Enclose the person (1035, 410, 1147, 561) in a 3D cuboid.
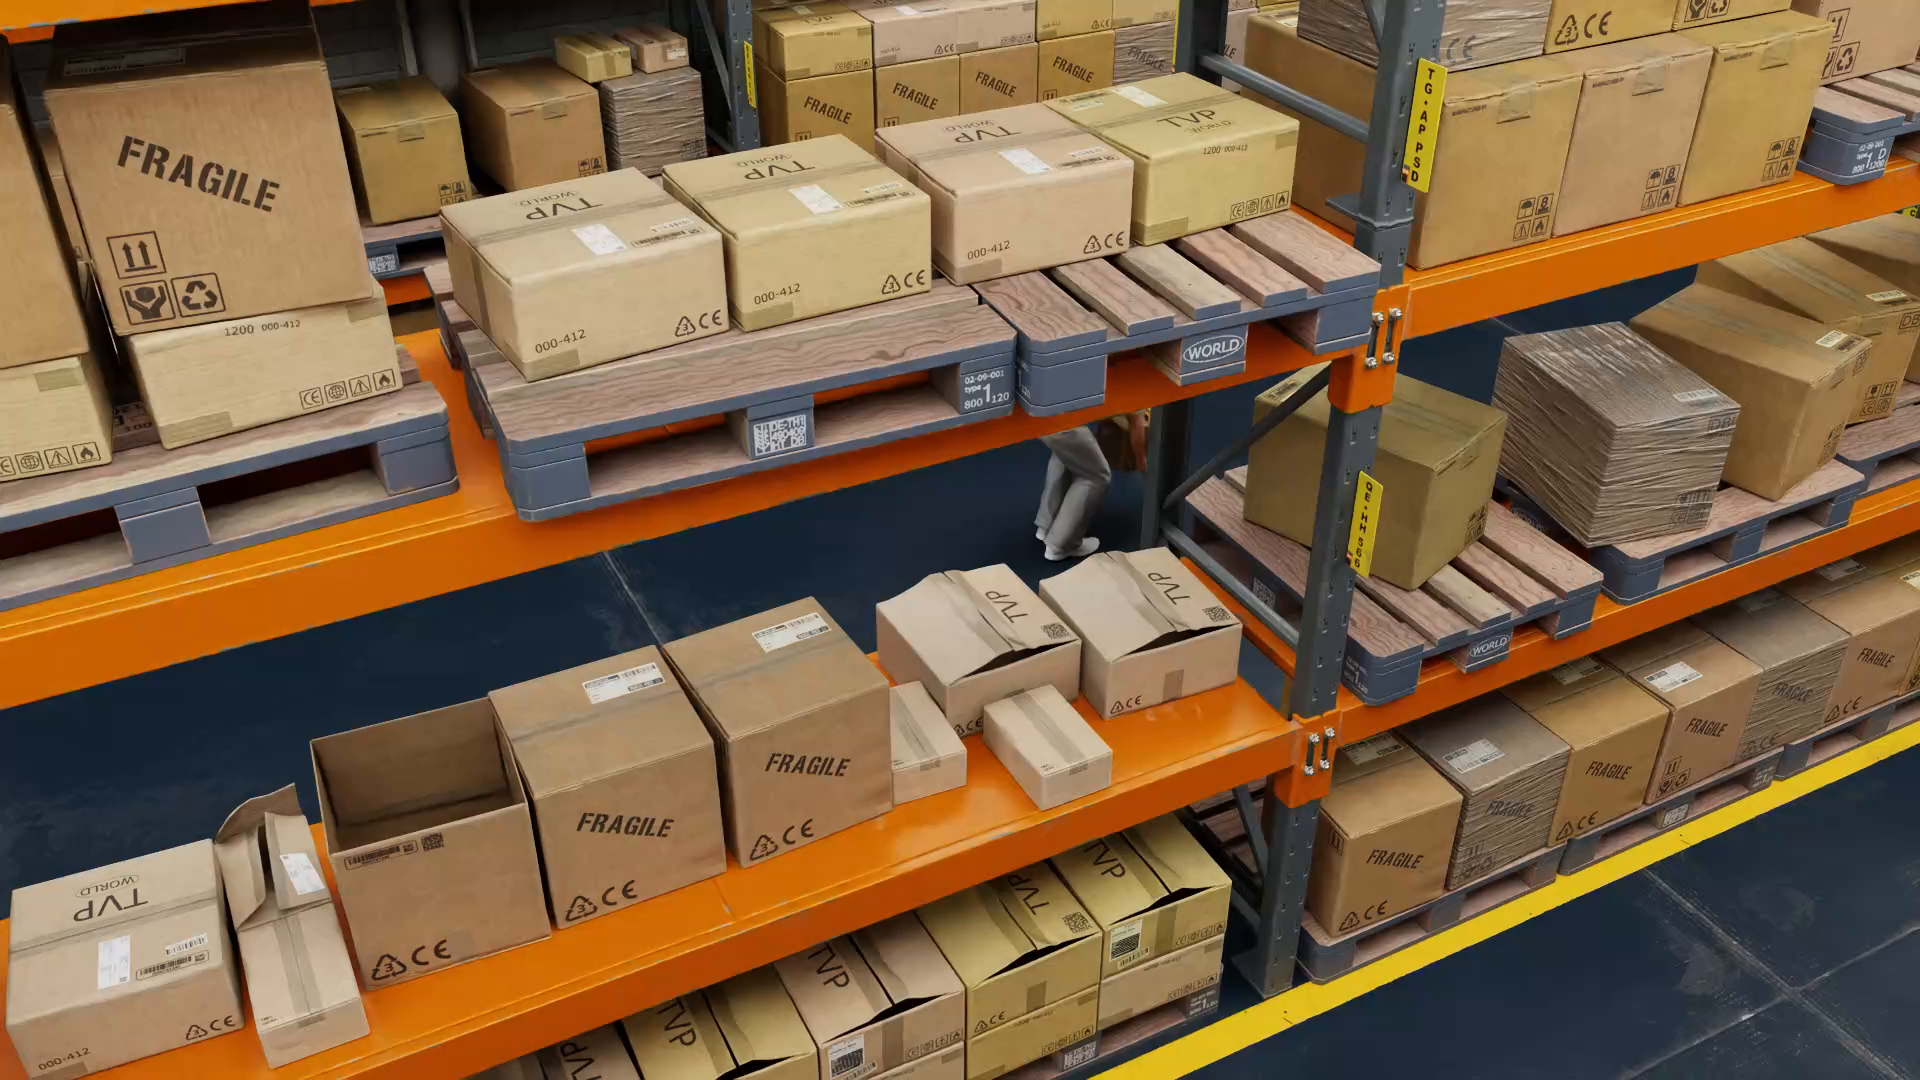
[{"bbox_3d":[0.688,-0.519,8.404,0.848,1.164,0.432,-18,37,-25],"label":"person"}]
